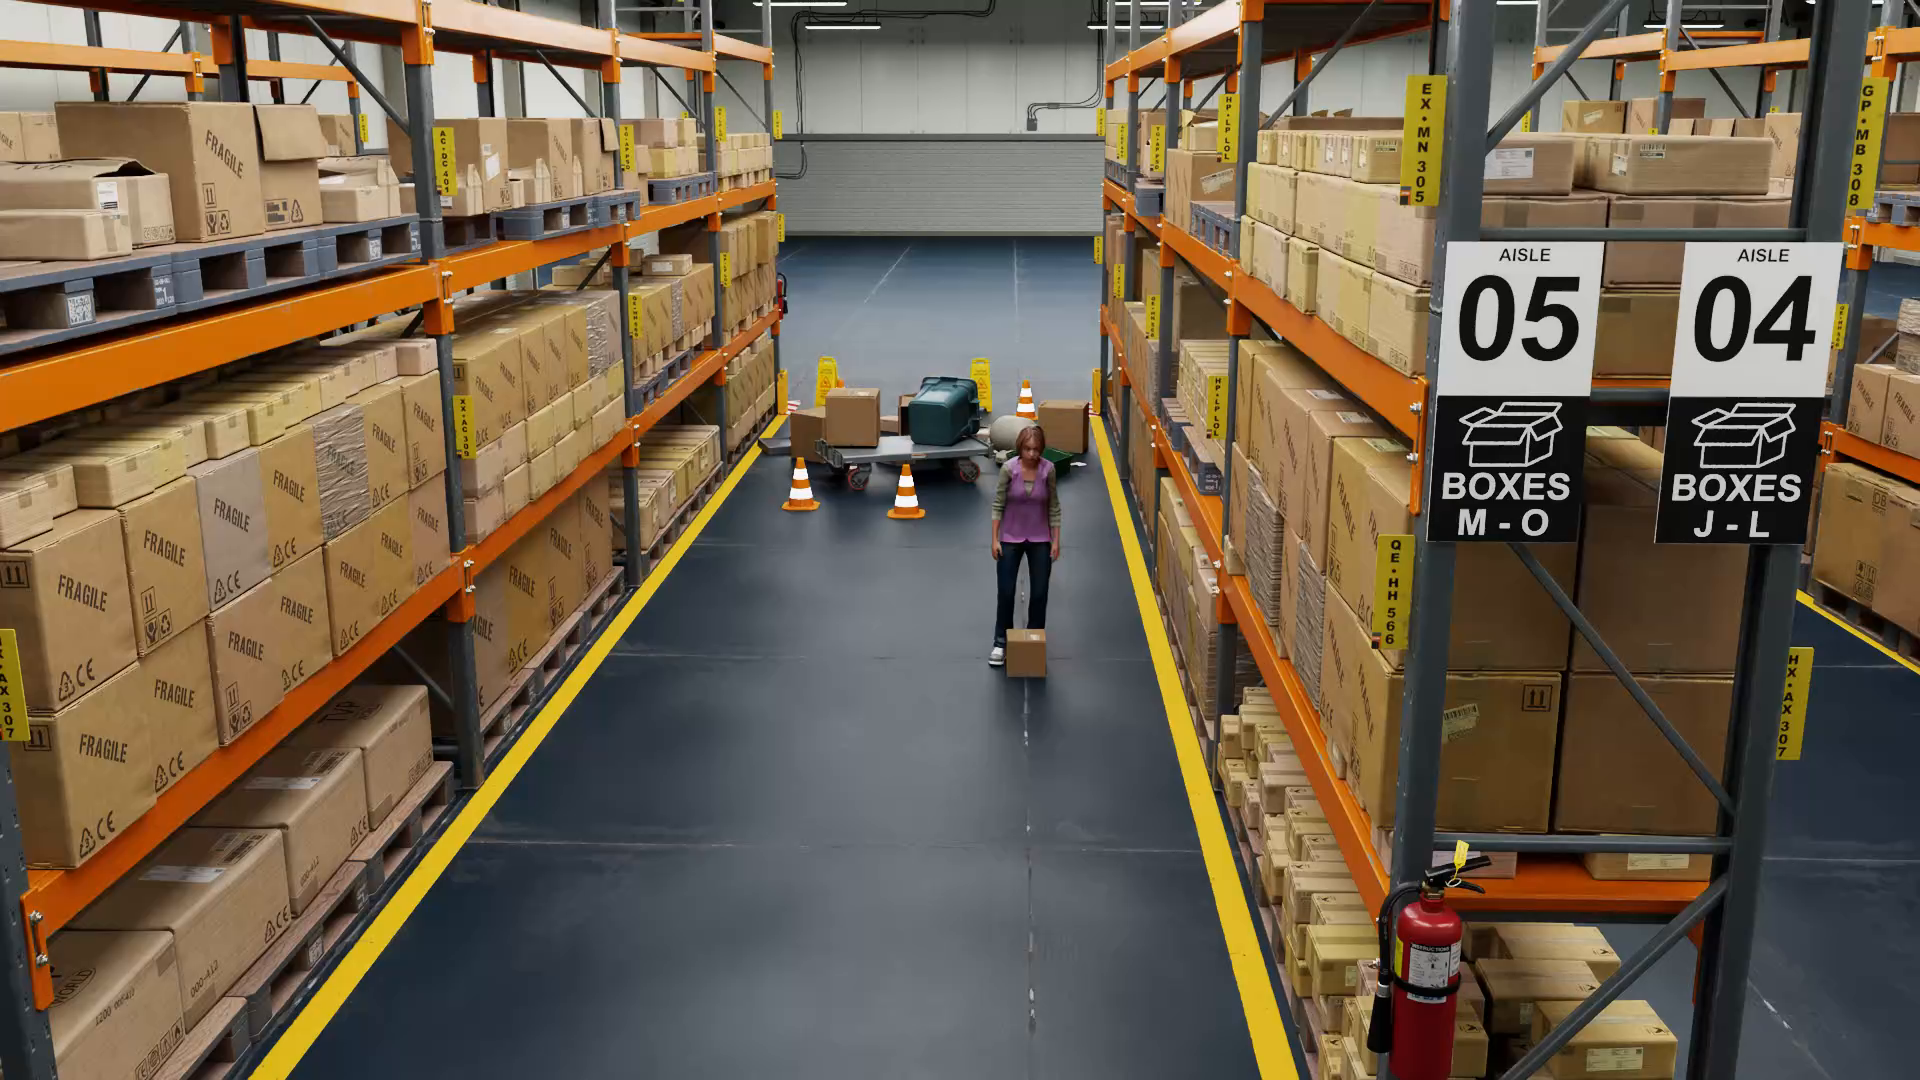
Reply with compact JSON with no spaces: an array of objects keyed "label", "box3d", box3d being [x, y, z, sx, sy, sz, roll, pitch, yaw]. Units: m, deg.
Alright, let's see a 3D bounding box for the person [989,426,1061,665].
[{"label":"person","box3d":[0.428,0.033,10.895,0.477,1.592,0.377,0,14,-2]}]
